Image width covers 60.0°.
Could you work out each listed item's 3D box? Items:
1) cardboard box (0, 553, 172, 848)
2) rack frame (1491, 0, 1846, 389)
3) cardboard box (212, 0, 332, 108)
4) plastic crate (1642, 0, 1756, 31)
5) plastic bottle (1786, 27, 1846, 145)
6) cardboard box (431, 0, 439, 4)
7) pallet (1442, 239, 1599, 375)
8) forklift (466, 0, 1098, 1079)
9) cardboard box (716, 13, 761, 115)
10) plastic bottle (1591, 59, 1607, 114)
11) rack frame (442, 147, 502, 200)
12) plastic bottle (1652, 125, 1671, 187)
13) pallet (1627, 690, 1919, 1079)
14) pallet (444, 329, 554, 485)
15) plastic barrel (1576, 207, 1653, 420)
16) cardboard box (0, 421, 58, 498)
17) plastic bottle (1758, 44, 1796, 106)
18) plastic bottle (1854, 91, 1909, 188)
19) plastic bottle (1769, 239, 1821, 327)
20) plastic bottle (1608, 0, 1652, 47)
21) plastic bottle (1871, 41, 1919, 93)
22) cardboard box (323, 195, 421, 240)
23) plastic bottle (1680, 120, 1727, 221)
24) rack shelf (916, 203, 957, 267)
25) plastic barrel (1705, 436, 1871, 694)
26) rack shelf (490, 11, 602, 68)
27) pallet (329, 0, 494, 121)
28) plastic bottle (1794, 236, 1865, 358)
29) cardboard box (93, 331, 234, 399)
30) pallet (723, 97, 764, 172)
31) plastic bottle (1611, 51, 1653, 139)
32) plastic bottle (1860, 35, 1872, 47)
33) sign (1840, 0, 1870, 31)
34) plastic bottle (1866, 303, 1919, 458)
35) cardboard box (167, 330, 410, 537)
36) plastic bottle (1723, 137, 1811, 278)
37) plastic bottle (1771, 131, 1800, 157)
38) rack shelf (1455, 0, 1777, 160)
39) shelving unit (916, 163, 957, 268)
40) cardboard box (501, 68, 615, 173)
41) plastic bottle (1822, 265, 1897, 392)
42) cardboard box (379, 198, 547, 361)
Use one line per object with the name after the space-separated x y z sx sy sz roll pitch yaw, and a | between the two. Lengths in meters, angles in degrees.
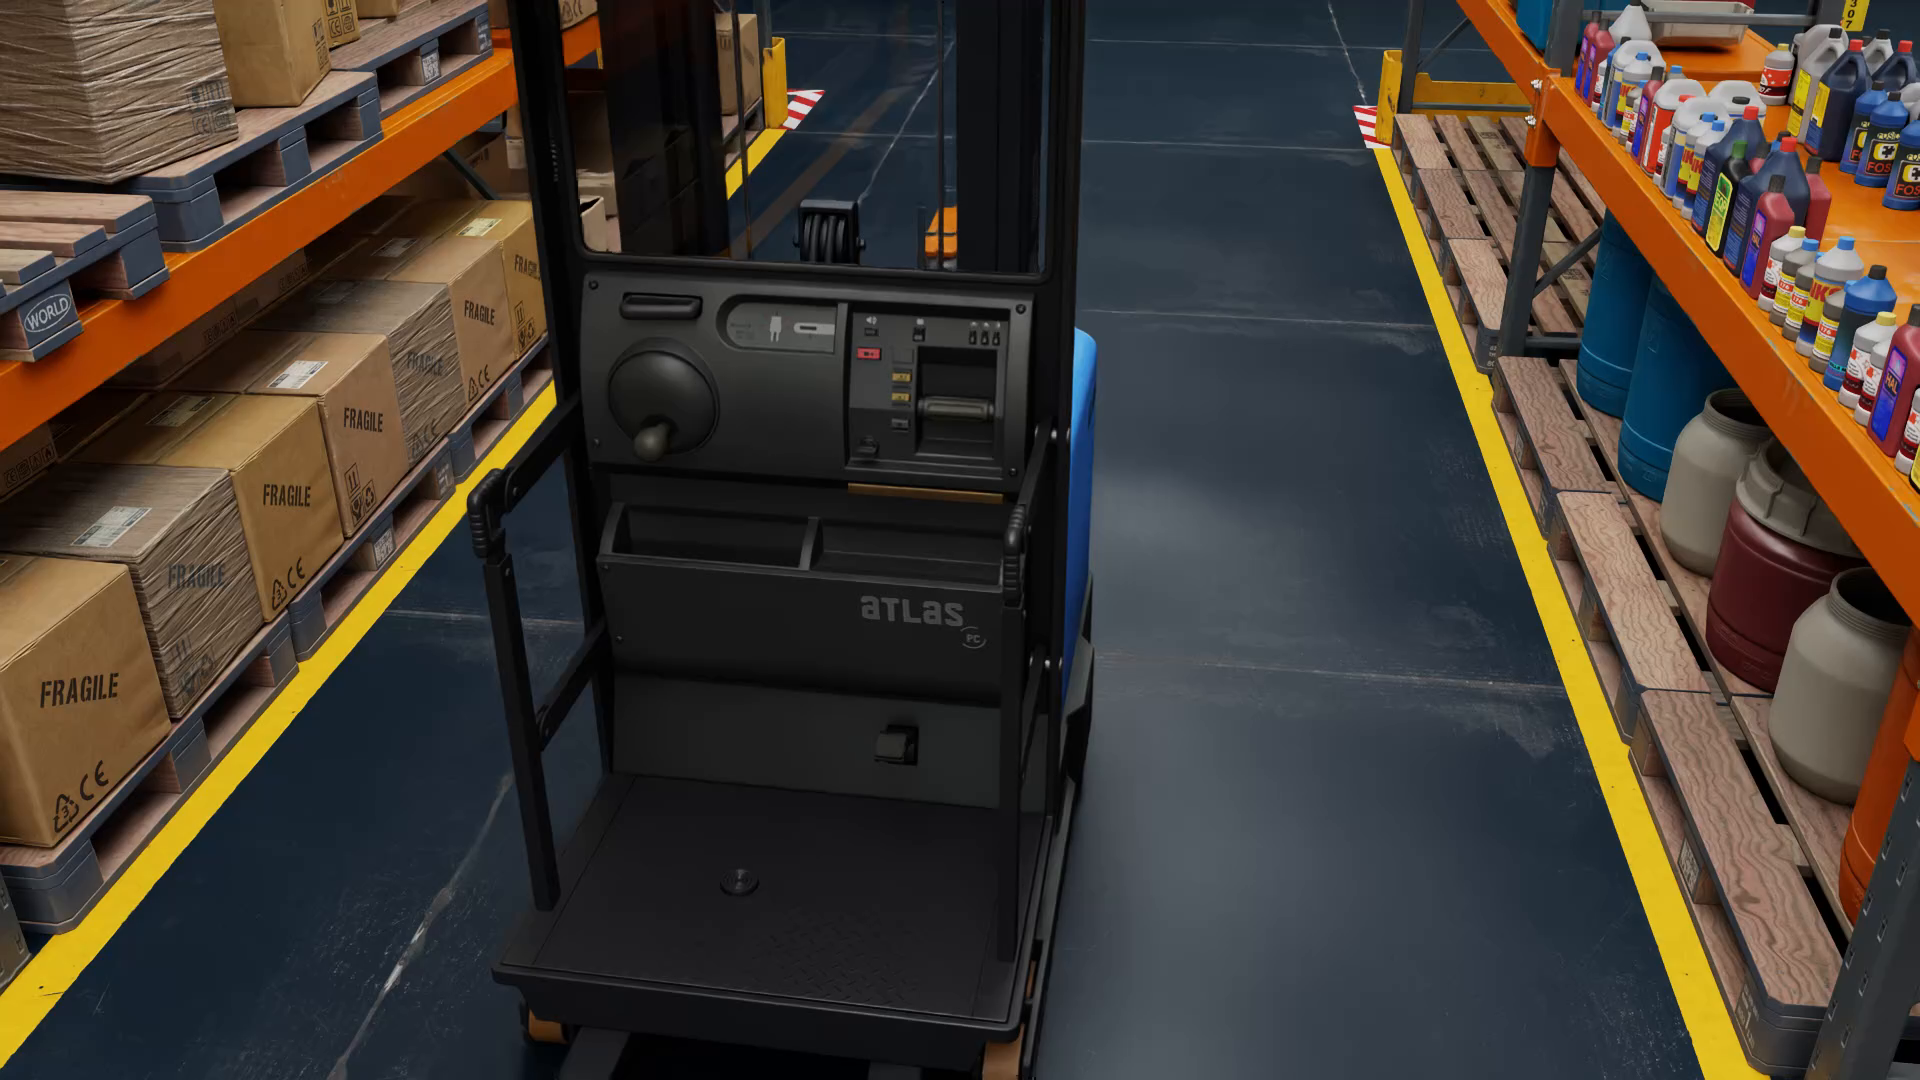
-2.349 0.375 4.063 0.500 0.500 0.500 5 29 8 | cardboard box
2.718 -1.927 6.165 1.000 3.000 0.127 3 28 6 | rack frame
-2.353 -1.610 5.028 0.700 0.500 0.500 -4 29 -7 | cardboard box
3.076 -2.387 6.888 0.402 0.464 0.583 3 28 6 | plastic crate
2.787 -1.462 5.353 0.144 0.351 0.185 3 28 6 | plastic bottle
-2.391 -2.511 7.143 0.500 0.500 0.500 4 29 7 | cardboard box
2.769 -1.048 7.473 1.003 0.211 1.213 3 28 6 | pallet
-0.350 -0.286 3.190 1.130 2.935 3.031 4 29 8 | forklift
-1.530 -2.923 10.184 0.500 0.500 0.500 3 28 6 | cardboard box
2.237 -1.574 5.718 0.097 0.201 0.097 0 28 0 | plastic bottle
-2.198 -2.217 6.702 1.000 3.000 0.127 3 28 6 | rack frame
2.128 -1.155 4.941 0.097 0.201 0.097 0 28 0 | plastic bottle
2.283 0.810 4.024 1.003 0.211 1.213 3 28 6 | pallet
-2.260 -0.604 6.649 1.003 0.211 1.213 3 28 6 | pallet
2.634 -0.933 6.089 0.600 0.901 0.708 3 28 6 | plastic barrel
-2.804 -0.238 4.410 0.500 0.250 0.500 4 29 8 | cardboard box
2.864 -1.634 5.830 0.097 0.201 0.097 0 28 0 | plastic bottle
2.741 -1.192 4.936 0.097 0.271 0.097 0 28 0 | plastic bottle
1.986 -0.609 3.927 0.097 0.201 0.097 0 28 0 | plastic bottle
2.348 -1.740 5.868 0.144 0.351 0.185 3 28 6 | plastic bottle
2.907 -1.367 5.176 0.144 0.351 0.185 3 28 6 | plastic bottle
-2.499 -1.096 6.794 0.500 0.500 0.500 2 28 4 | cardboard box
2.088 -1.031 4.637 0.097 0.271 0.097 0 28 0 | plastic bottle
0.020 -0.952 5.424 0.258 0.148 0.480 3 28 6 | rack shelf
2.409 0.070 4.558 0.600 0.588 0.708 3 28 6 | plastic barrel
-1.953 -2.842 8.620 1.077 0.370 4.000 3 28 6 | rack shelf
-2.404 -1.762 6.061 1.003 0.211 1.213 3 28 6 | pallet
1.962 -0.548 3.740 0.097 0.271 0.097 0 28 0 | plastic bottle
-2.685 -0.372 5.450 0.500 0.500 0.500 2 28 4 | cardboard box
-1.814 -2.461 10.095 1.003 0.211 1.213 3 28 6 | pallet
2.197 -1.450 5.414 0.097 0.271 0.097 0 28 0 | plastic bottle
3.007 -1.560 5.606 0.061 0.283 0.133 3 28 6 | plastic bottle
3.263 -2.016 6.038 0.100 0.325 0.005 3 28 6 | sign
1.882 -0.317 3.298 0.061 0.283 0.133 3 28 6 | plastic bottle
-2.165 -0.353 5.415 0.500 0.500 0.500 2 28 4 | cardboard box
2.055 -0.848 4.214 0.144 0.351 0.185 3 28 6 | plastic bottle
2.219 -0.977 4.536 0.097 0.271 0.097 0 28 0 | plastic bottle
2.963 -2.552 8.083 1.077 0.370 4.000 3 28 6 | rack shelf
0.020 -0.606 5.610 0.258 1.200 0.503 3 28 6 | shelving unit
-1.973 -2.196 8.832 0.797 0.503 0.637 3 28 6 | cardboard box
1.938 -0.456 3.570 0.097 0.271 0.097 0 28 0 | plastic bottle
-1.974 -1.061 6.729 0.500 0.500 0.500 3 28 6 | cardboard box
